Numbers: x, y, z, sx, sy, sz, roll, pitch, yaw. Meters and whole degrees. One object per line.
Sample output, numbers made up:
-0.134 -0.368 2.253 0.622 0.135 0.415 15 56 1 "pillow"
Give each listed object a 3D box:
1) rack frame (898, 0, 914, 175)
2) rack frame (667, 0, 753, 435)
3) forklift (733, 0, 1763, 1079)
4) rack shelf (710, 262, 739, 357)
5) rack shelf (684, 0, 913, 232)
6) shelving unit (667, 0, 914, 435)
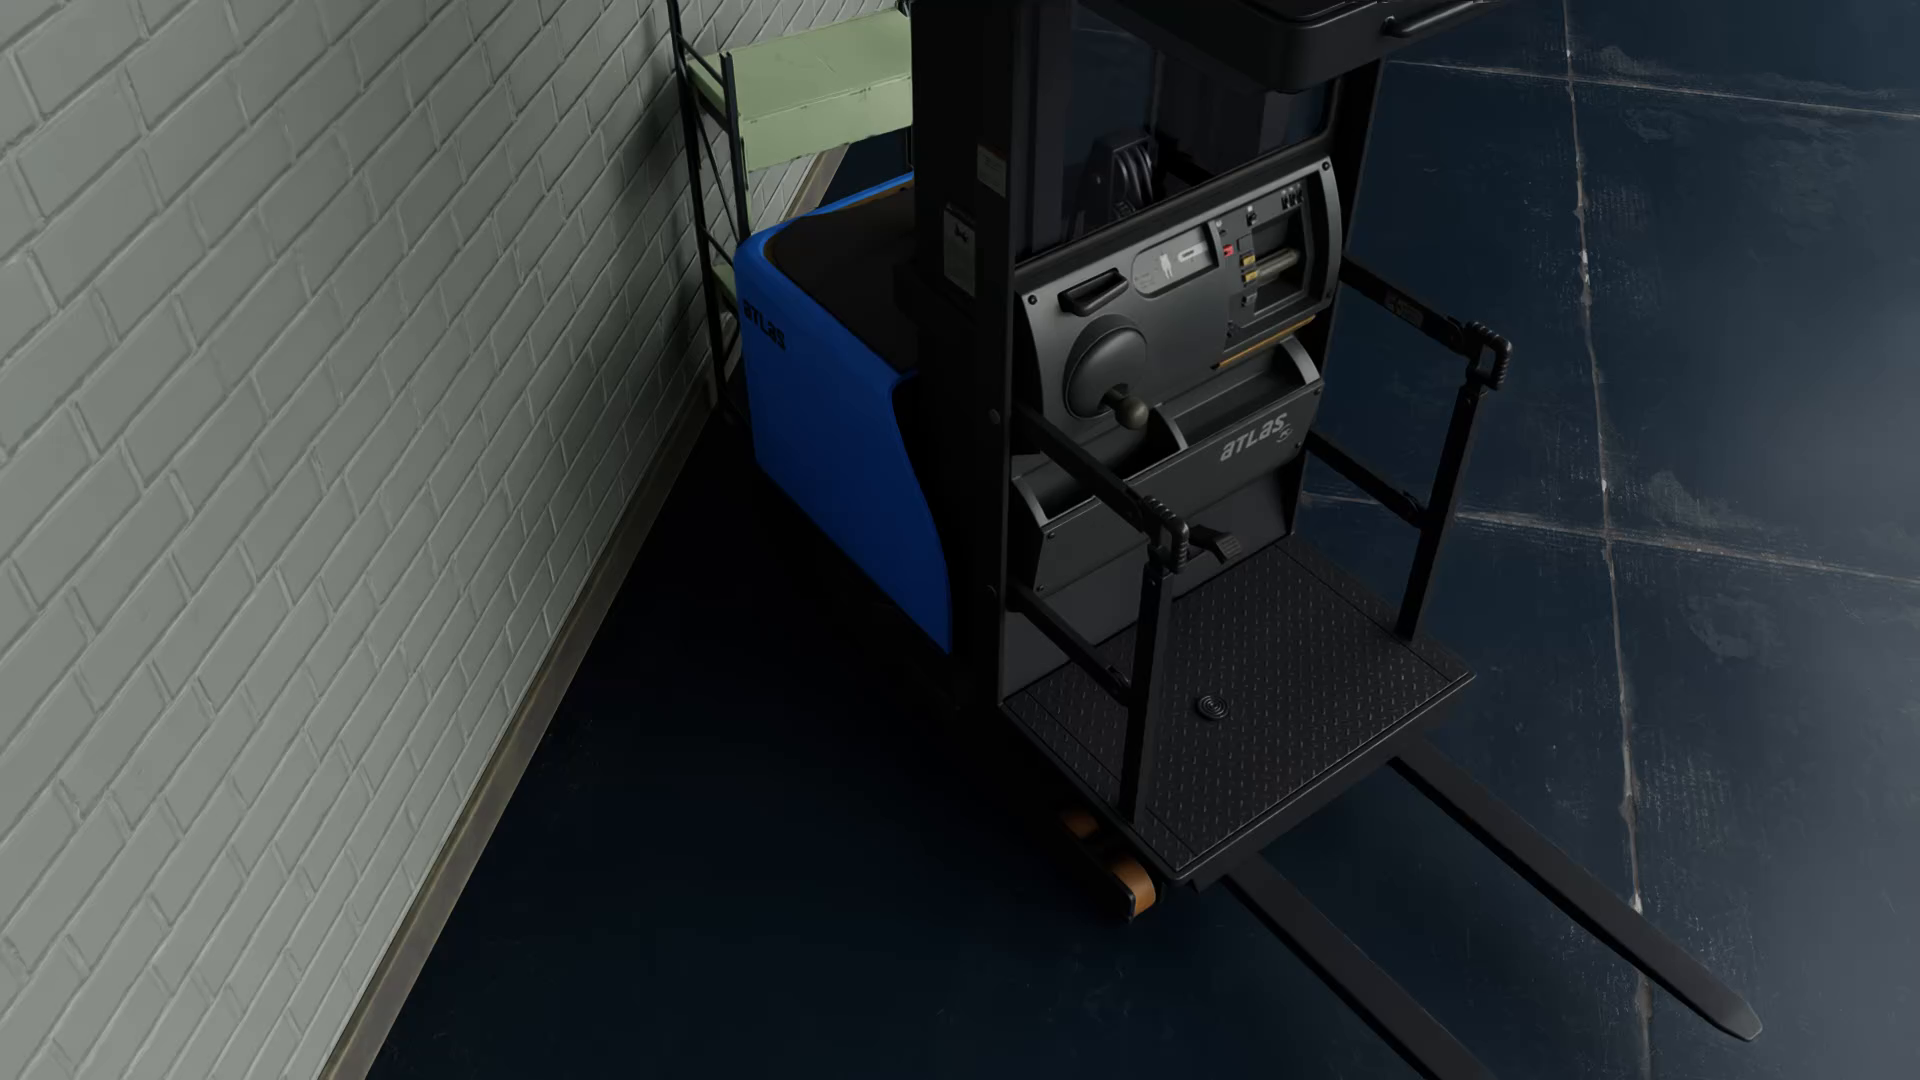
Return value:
-0.081 -1.116 5.328 0.023 1.500 0.400 -22 48 -21 "rack frame"
-0.715 -0.862 5.064 0.023 1.500 0.400 -22 48 -21 "rack frame"
0.648 -0.485 3.640 1.130 2.935 3.031 -28 50 -26 "forklift"
-0.398 -0.754 5.422 0.720 0.370 0.431 -22 48 -21 "rack shelf"
-0.398 -1.270 4.926 0.720 0.370 0.431 -22 48 -21 "rack shelf"
-0.398 -0.989 5.196 0.755 1.500 0.431 -22 48 -21 "shelving unit"
